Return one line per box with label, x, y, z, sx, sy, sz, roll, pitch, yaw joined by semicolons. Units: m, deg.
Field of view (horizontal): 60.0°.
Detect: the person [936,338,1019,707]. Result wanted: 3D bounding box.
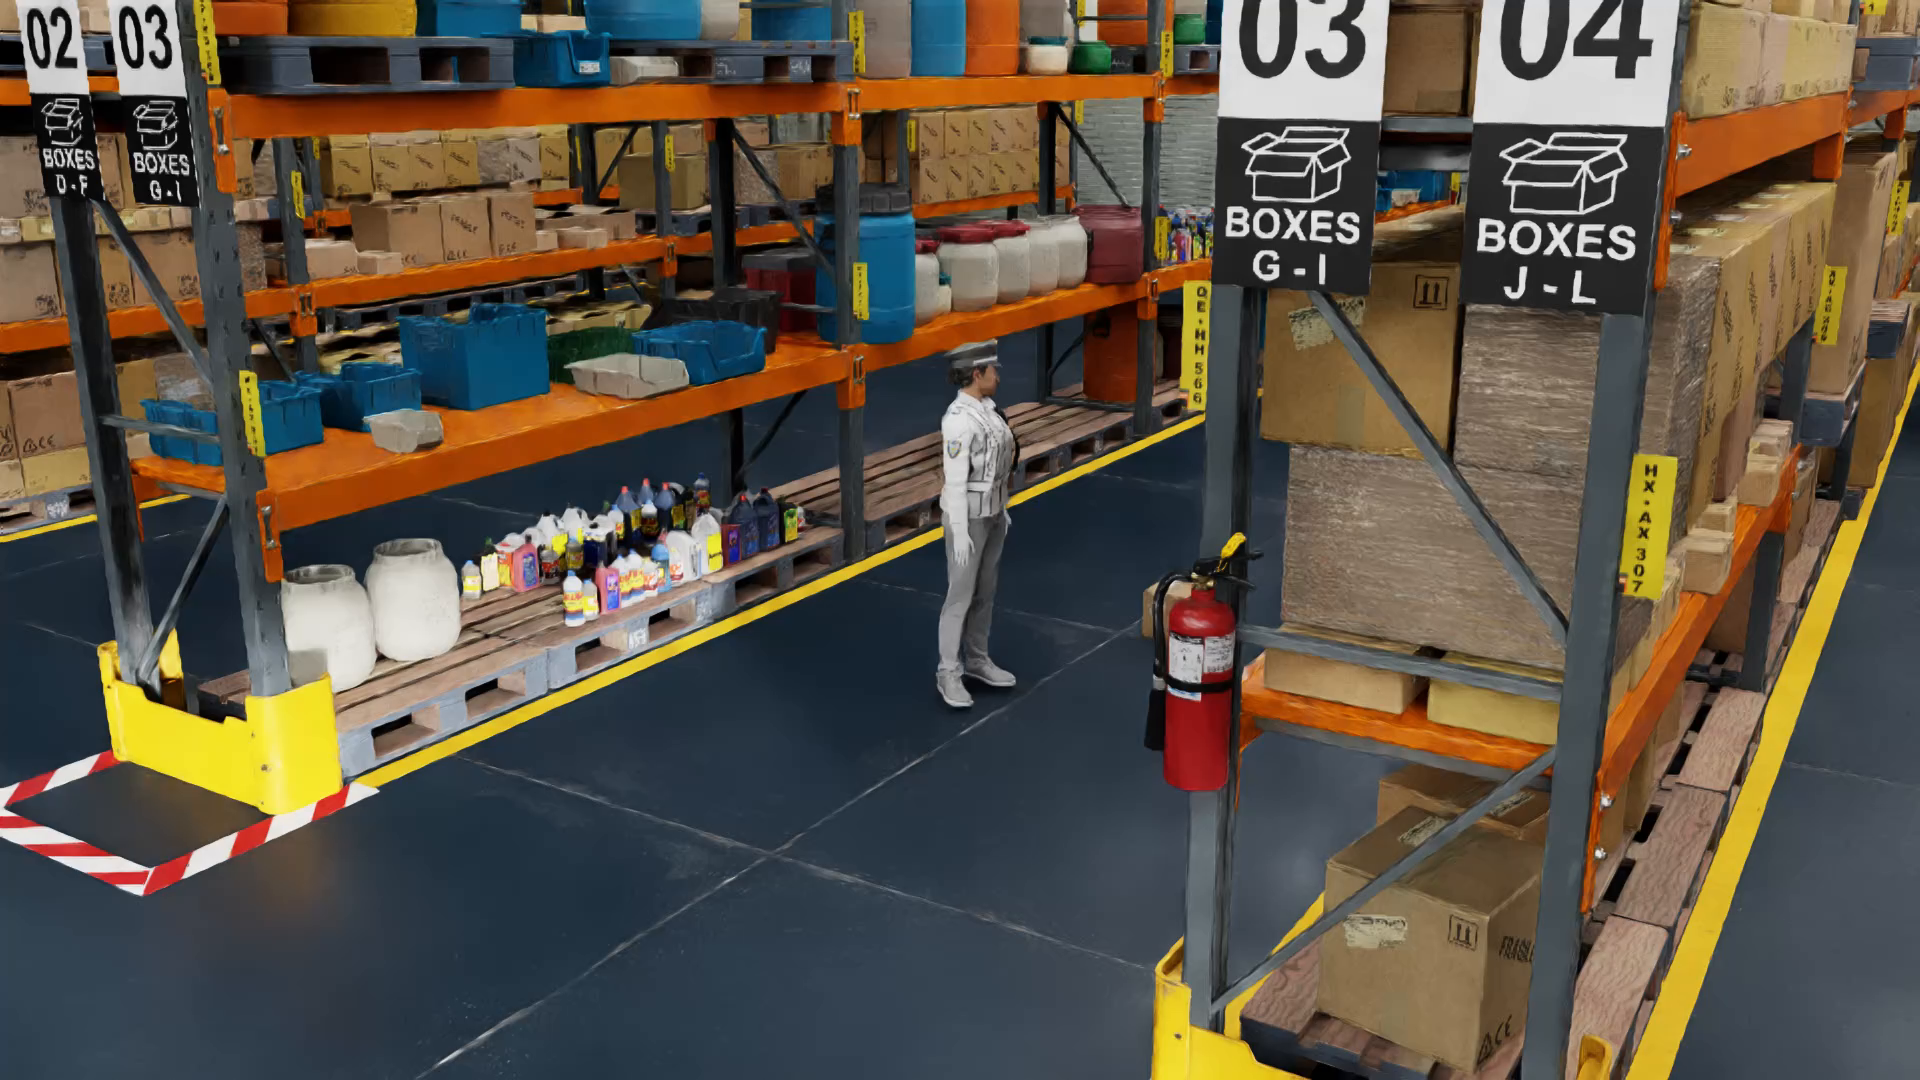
person;0.080;-0.097;7.756;0.344;1.687;0.545;7;18;22
